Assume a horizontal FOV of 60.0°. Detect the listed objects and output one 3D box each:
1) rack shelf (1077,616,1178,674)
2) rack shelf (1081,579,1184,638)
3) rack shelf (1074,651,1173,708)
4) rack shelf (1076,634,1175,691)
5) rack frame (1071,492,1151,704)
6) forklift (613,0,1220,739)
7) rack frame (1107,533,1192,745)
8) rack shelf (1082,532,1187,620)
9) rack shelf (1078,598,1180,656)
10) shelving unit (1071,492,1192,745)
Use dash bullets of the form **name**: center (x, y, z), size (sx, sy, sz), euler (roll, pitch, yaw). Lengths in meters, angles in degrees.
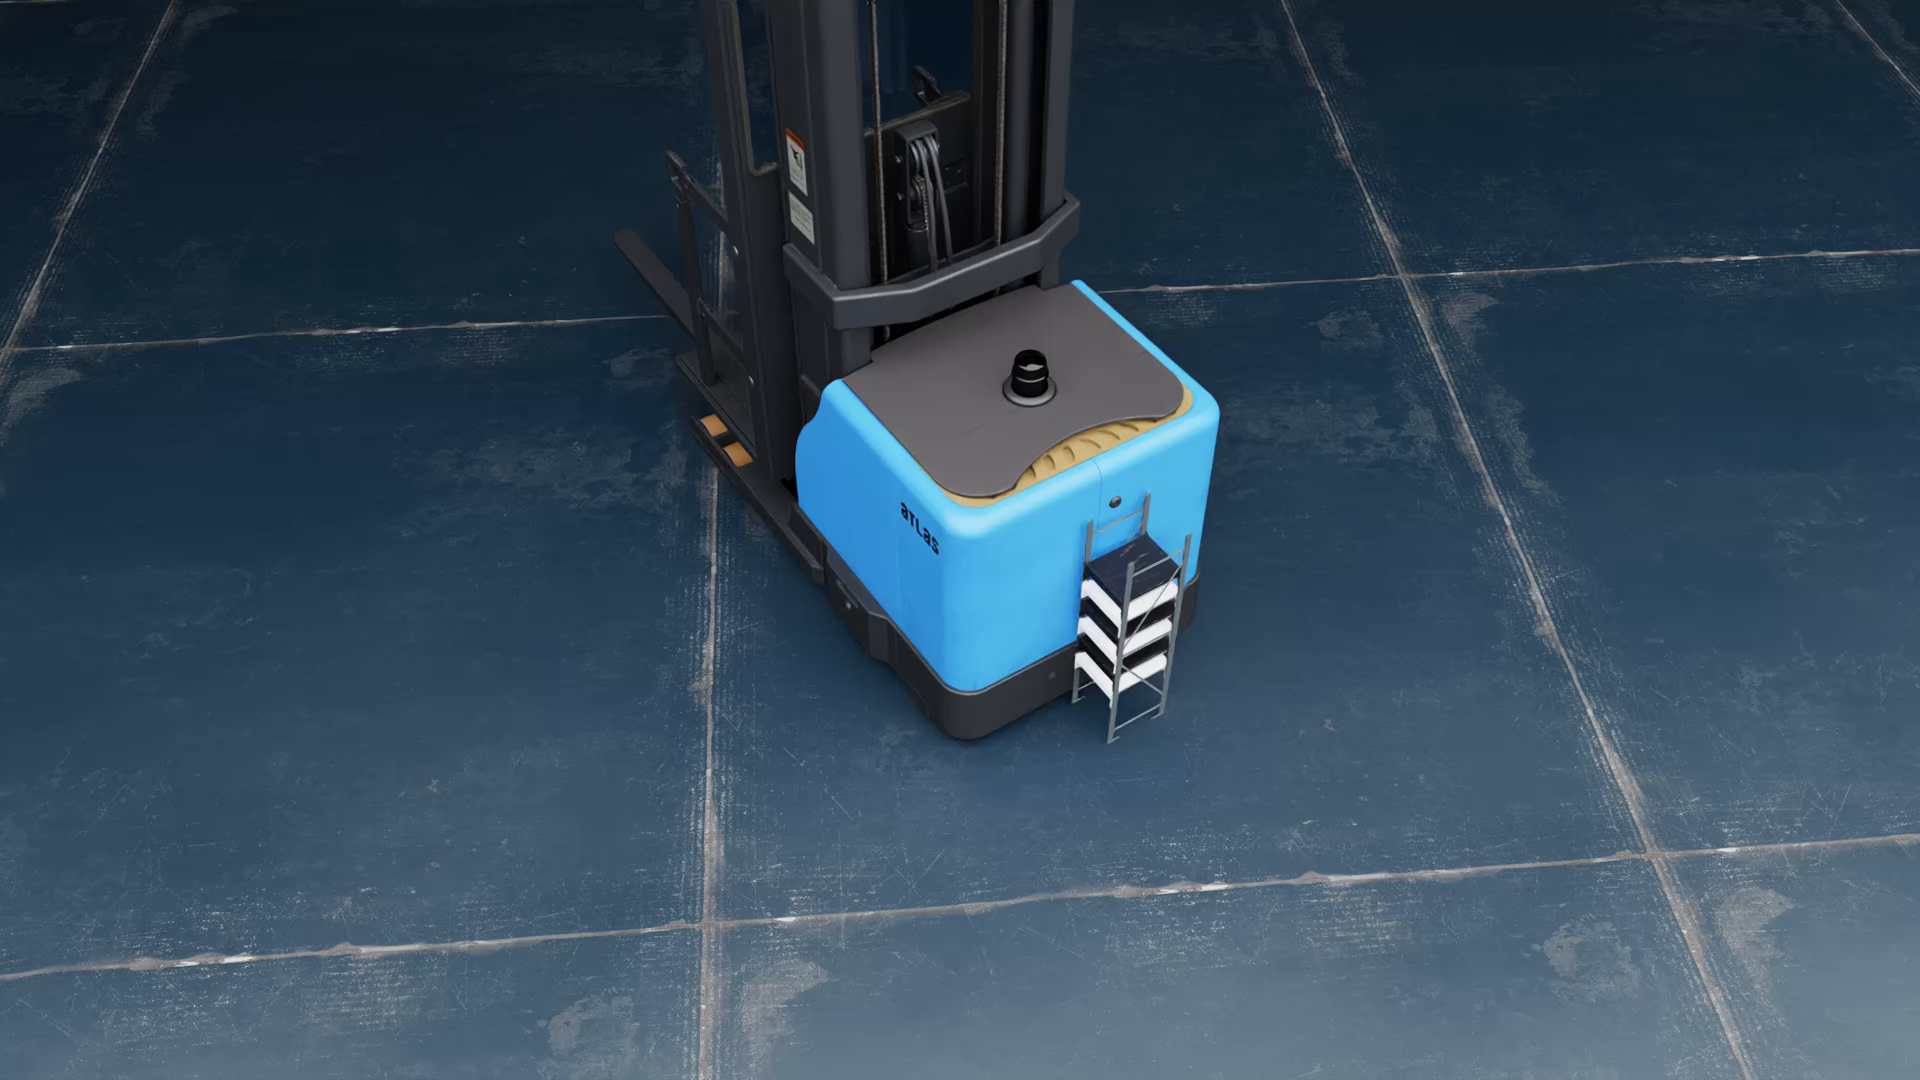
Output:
- **rack shelf**: center (0.542, 0.293, 5.397), size (0.258, 0.077, 0.200), euler (-25, 52, -22)
- **rack shelf**: center (0.543, 0.170, 5.265), size (0.258, 0.077, 0.200), euler (-25, 52, -22)
- **rack shelf**: center (0.541, 0.415, 5.529), size (0.258, 0.077, 0.200), euler (-25, 52, -22)
- **rack shelf**: center (0.542, 0.354, 5.463), size (0.258, 0.077, 0.200), euler (-25, 52, -22)
- **rack frame**: center (0.487, 0.208, 5.431), size (0.240, 0.900, 0.006), euler (-25, 52, -22)
- **forklift**: center (-0.395, -1.394, 5.552), size (1.130, 2.935, 3.031), euler (-25, 52, -22)
- **rack frame**: center (0.598, 0.333, 5.315), size (0.240, 0.900, 0.006), euler (-25, 52, -22)
- **rack shelf**: center (0.544, 0.109, 5.199), size (0.258, 0.077, 0.200), euler (-25, 52, -22)
- **rack shelf**: center (0.543, 0.232, 5.331), size (0.258, 0.077, 0.200), euler (-25, 52, -22)
- **shelving unit**: center (0.543, 0.270, 5.373), size (0.258, 0.900, 0.210), euler (-25, 52, -22)
